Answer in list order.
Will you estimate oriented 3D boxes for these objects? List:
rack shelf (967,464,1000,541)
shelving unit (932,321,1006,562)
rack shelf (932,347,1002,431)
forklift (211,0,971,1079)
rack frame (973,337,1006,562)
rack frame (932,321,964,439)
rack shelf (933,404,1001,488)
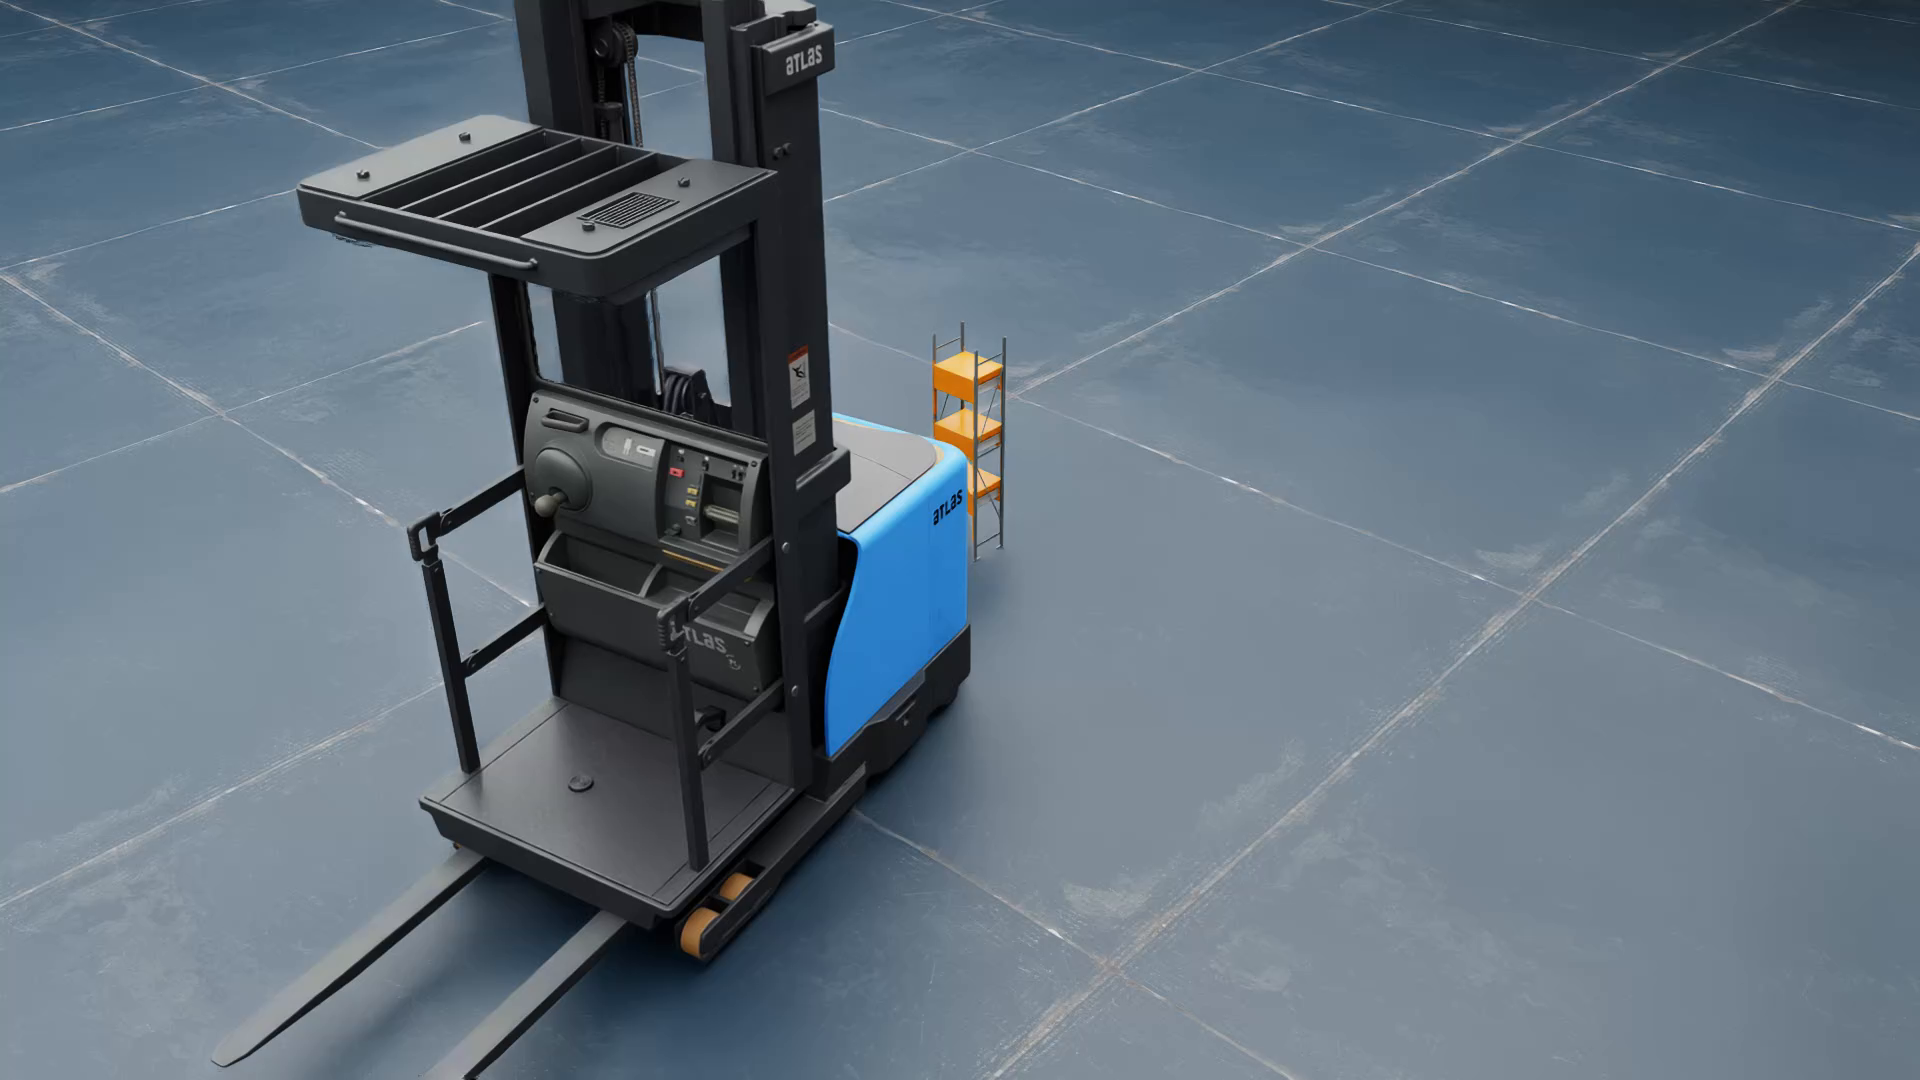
[{"bbox_3d":[0.040,-0.184,7.597,0.240,0.259,0.215,25,39,35],"label":"rack shelf"},{"bbox_3d":[0.040,-0.431,7.448,0.252,1.050,0.215,25,39,35],"label":"shelving unit"},{"bbox_3d":[0.040,-0.665,7.308,0.240,0.259,0.215,25,39,35],"label":"rack shelf"},{"bbox_3d":[-1.129,-0.150,5.158,1.130,2.935,3.031,17,35,25],"label":"forklift"},{"bbox_3d":[0.130,-0.389,7.378,0.008,1.050,0.200,25,39,35],"label":"rack frame"},{"bbox_3d":[-0.051,-0.473,7.519,0.008,1.050,0.200,25,39,35],"label":"rack frame"},{"bbox_3d":[0.040,-0.422,7.454,0.240,0.259,0.215,25,39,35],"label":"rack shelf"}]
